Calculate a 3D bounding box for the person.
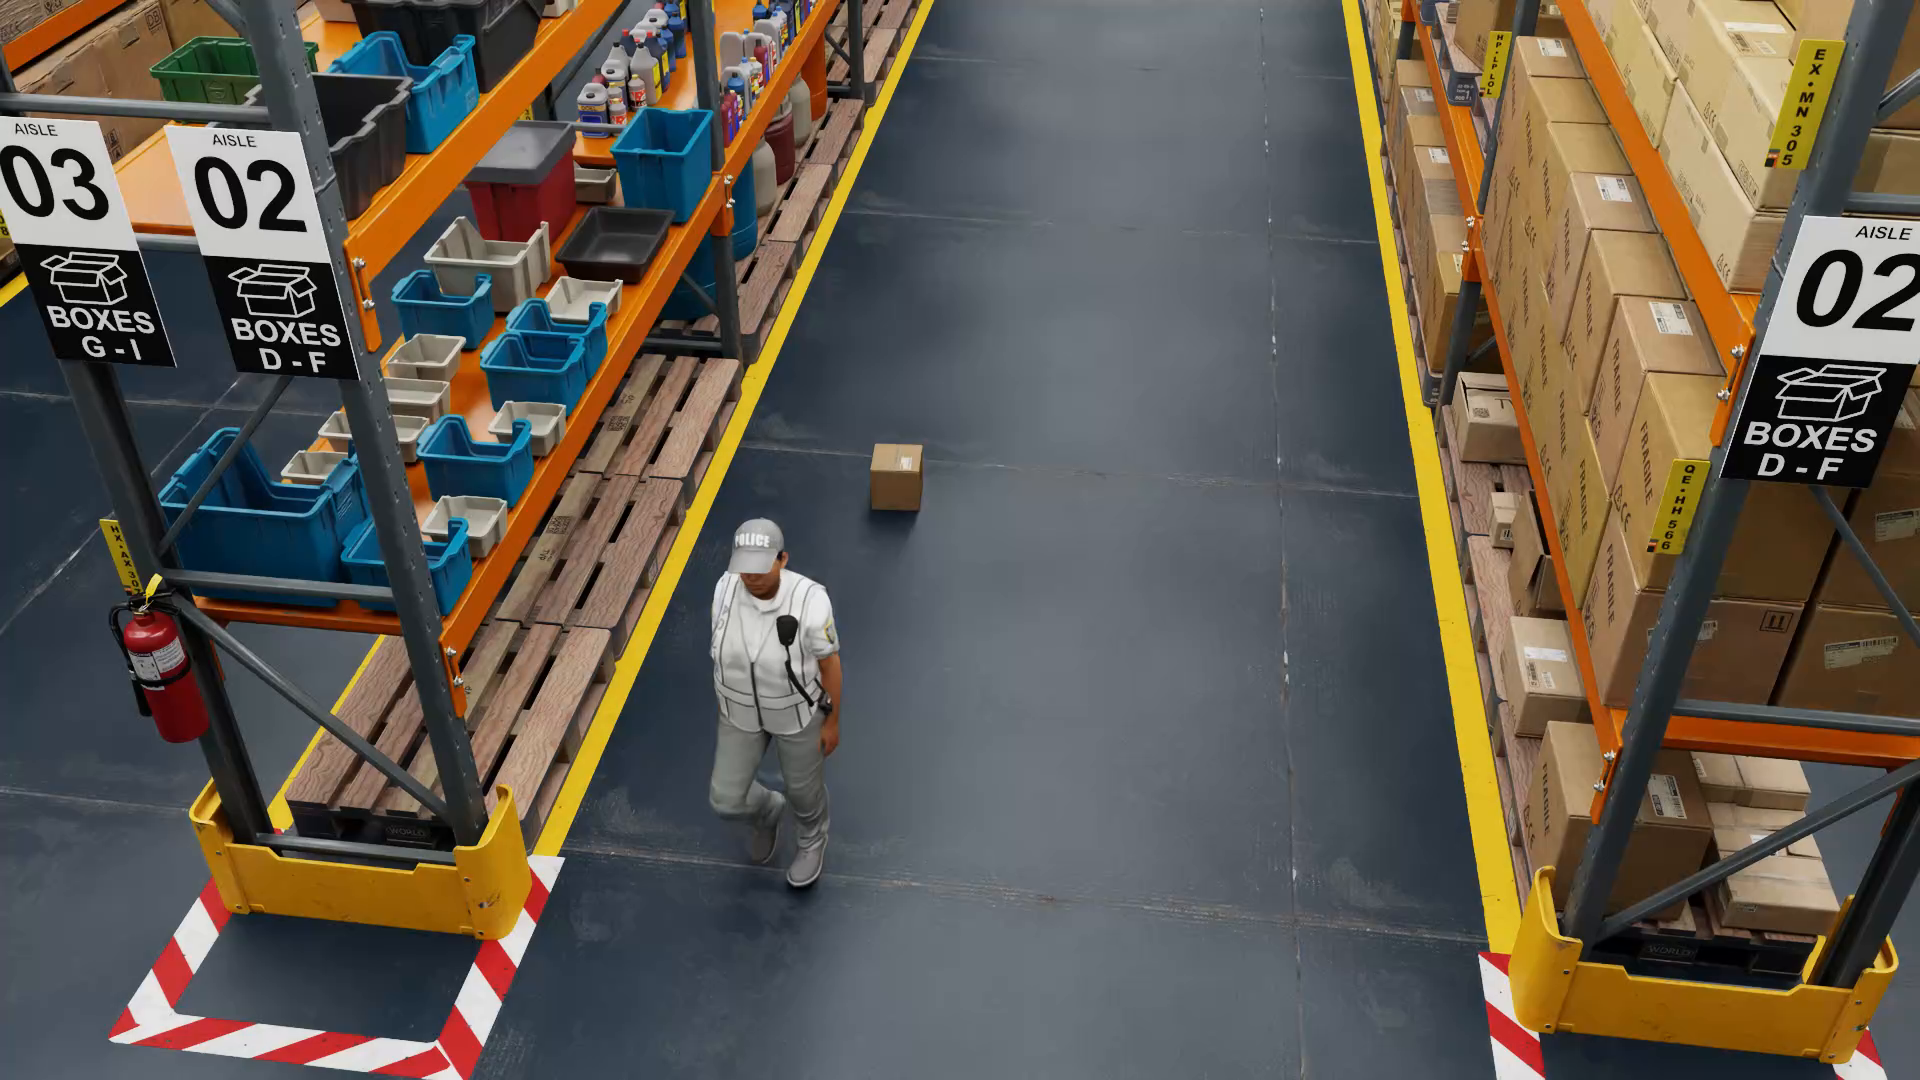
[{"bbox_3d":[-0.681,0.651,6.133,0.499,1.681,0.450,7,37,9],"label":"person"}]
